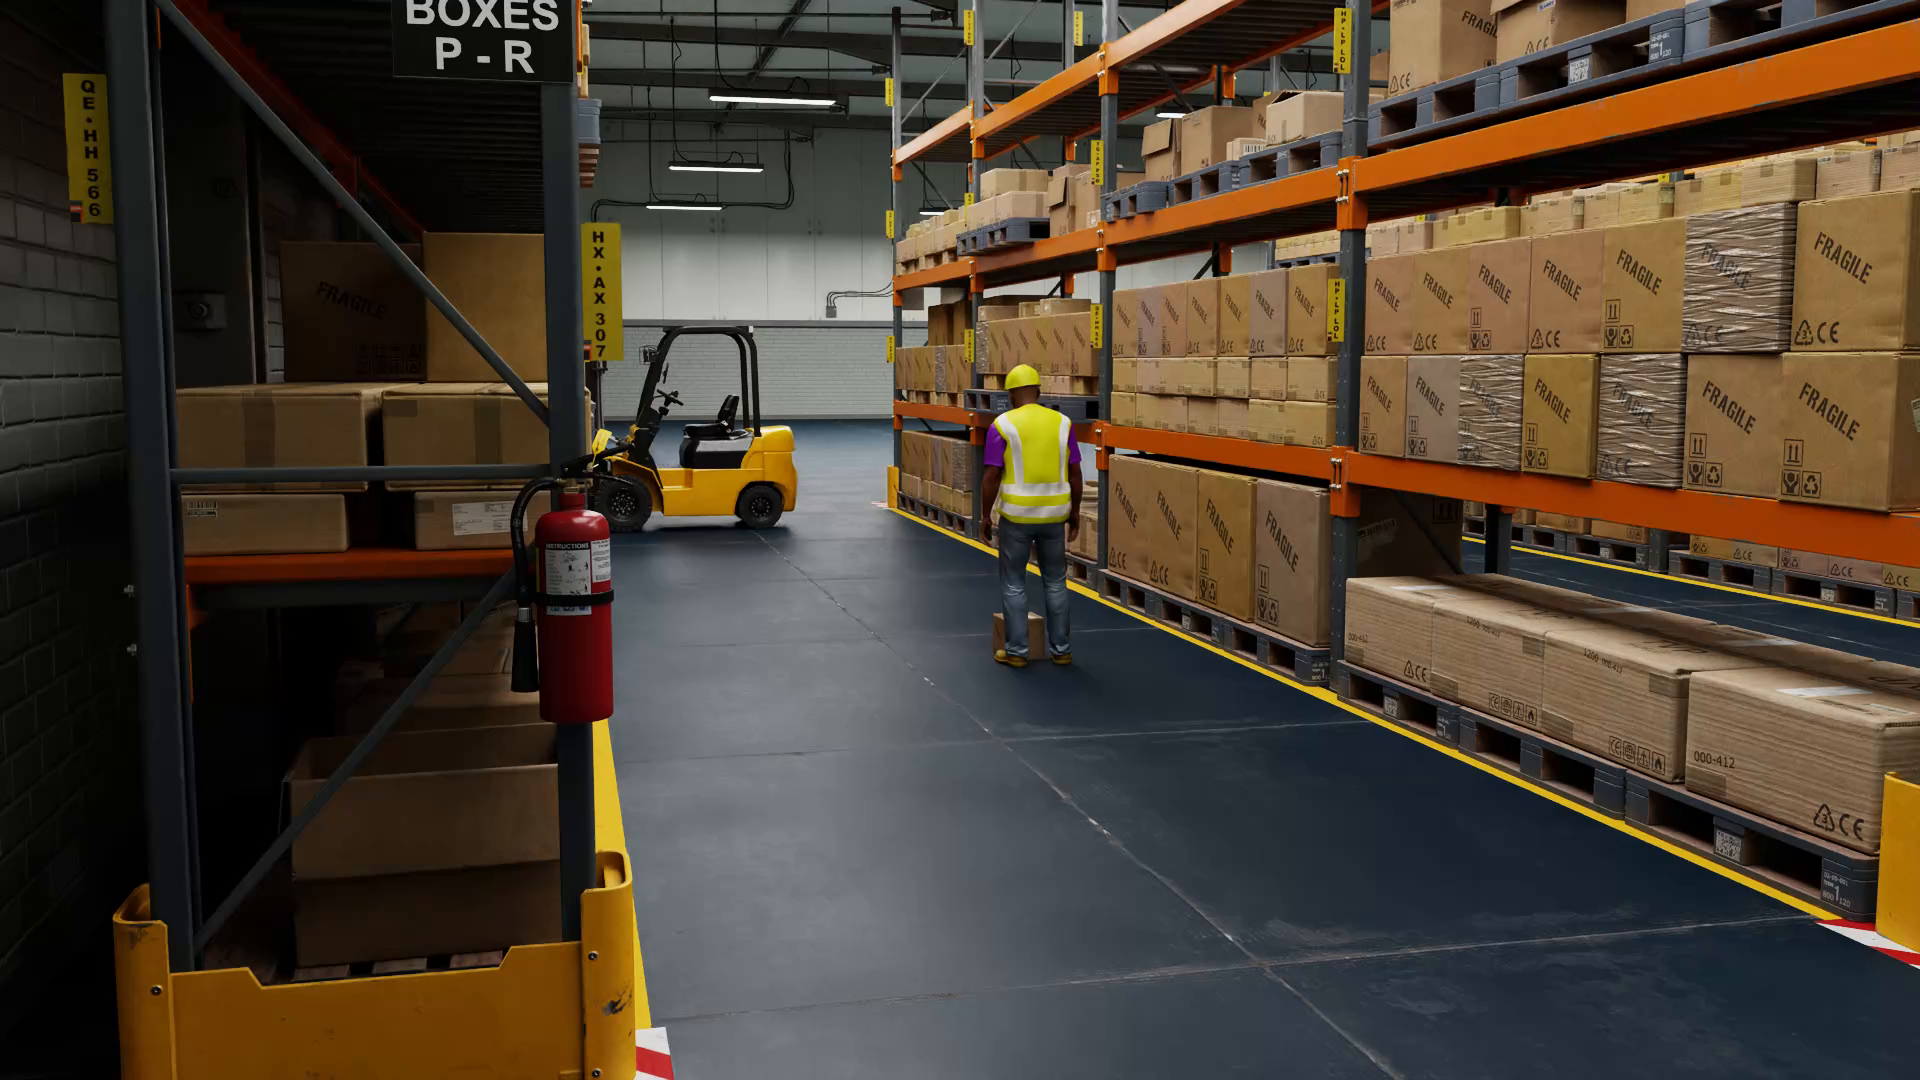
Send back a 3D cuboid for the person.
[{"bbox_3d":[0.412,-0.144,9.732,0.629,1.759,0.460,-2,6,-17],"label":"person"}]
